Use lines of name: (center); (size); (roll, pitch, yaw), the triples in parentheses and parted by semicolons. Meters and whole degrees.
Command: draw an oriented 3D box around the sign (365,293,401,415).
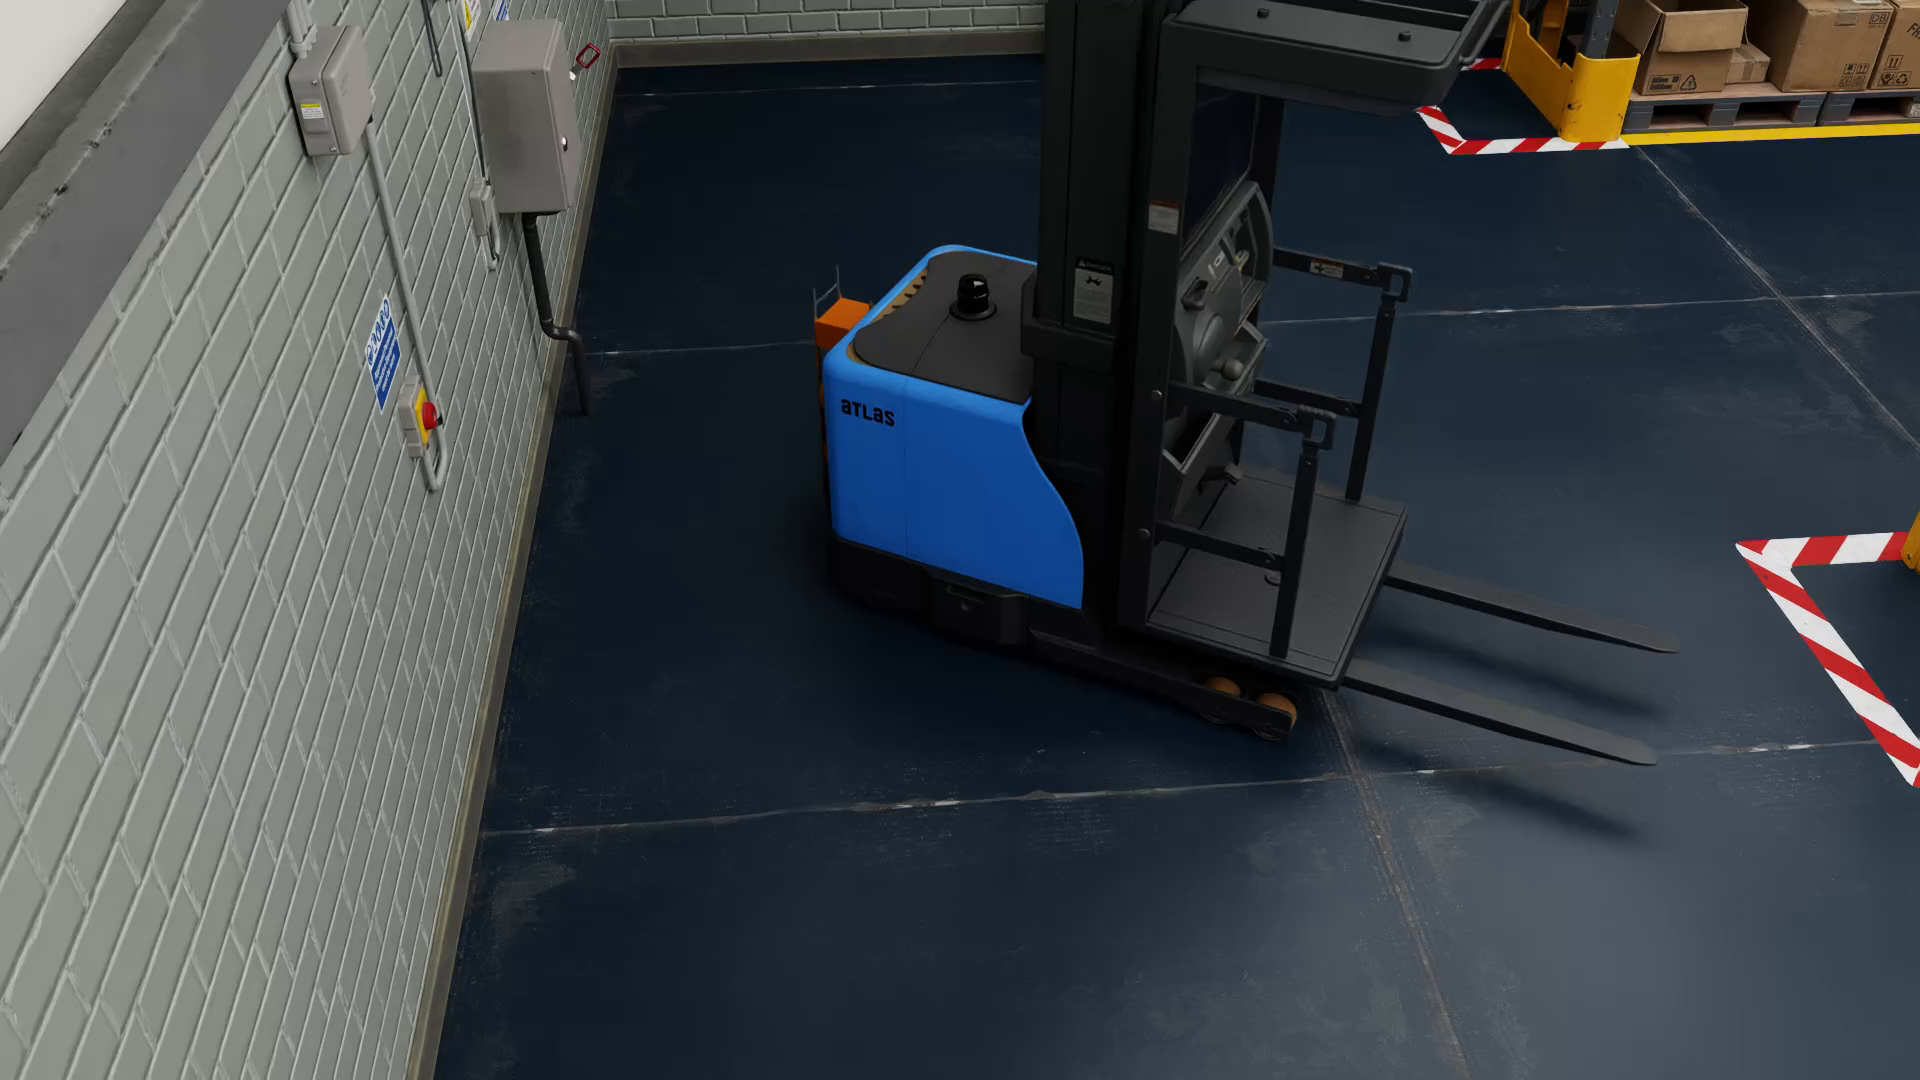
sign: (-1.661, -0.539, 4.793); (0.001, 0.218, 0.327); (-3, 38, -4)

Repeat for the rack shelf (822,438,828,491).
rack shelf: (-0.402, -0.331, 6.787); (0.240, 0.259, 0.215); (16, 41, 20)

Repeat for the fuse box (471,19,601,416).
fuse box: (-1.645, -1.264, 6.971); (0.414, 1.711, 0.539); (-3, 38, -4)

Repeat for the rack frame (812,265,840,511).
rack frame: (-0.513, -0.589, 6.649); (0.008, 1.050, 0.200); (16, 41, 20)

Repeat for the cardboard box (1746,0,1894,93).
cardboard box: (5.039, -3.034, 9.852); (0.500, 0.500, 0.700); (-2, 38, -2)

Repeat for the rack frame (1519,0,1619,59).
rack frame: (3.567, -3.852, 9.211); (0.127, 3.000, 1.000); (-3, 38, -4)

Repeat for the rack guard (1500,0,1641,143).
rack guard: (3.642, -2.875, 9.990); (0.348, 0.500, 1.175); (-3, 38, -4)

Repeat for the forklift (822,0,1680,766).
forklift: (1.057, -0.823, 5.427); (3.031, 2.935, 1.130); (16, 41, 20)

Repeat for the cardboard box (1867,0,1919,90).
cardboard box: (5.575, -3.001, 9.811); (0.500, 0.500, 0.500); (-2, 38, -3)

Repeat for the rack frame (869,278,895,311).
rack frame: (-0.292, -0.525, 6.568); (0.008, 1.050, 0.200); (16, 41, 20)

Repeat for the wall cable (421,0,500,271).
wall cable: (-1.742, -1.739, 5.713); (0.122, 1.984, 0.588); (-3, 38, -4)

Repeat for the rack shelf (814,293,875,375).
rack shelf: (-0.402, -0.772, 6.439); (0.240, 0.259, 0.215); (16, 41, 20)

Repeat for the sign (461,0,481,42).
sign: (-1.847, -2.049, 6.259); (0.001, 0.242, 0.339); (-3, 38, -4)

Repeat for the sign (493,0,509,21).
sign: (-1.895, -2.026, 6.973); (0.001, 0.494, 0.329); (-3, 38, -4)

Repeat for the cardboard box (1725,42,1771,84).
cardboard box: (4.611, -2.872, 9.931); (0.250, 0.149, 0.380); (-5, 39, -6)

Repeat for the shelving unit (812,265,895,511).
shelving unit: (-0.402, -0.557, 6.609); (0.252, 1.050, 0.215); (16, 41, 20)

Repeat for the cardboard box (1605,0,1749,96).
cardboard box: (4.184, -3.012, 9.822); (0.637, 0.503, 0.797); (-5, 39, -6)

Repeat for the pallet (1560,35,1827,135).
pallet: (4.436, -2.806, 10.136); (1.213, 0.211, 1.003); (-3, 38, -4)

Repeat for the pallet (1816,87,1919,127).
pallet: (5.649, -2.871, 10.218); (1.213, 0.211, 1.003); (-3, 38, -4)

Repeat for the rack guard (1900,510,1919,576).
rack guard: (3.986, 0.193, 6.102); (0.348, 0.500, 1.175); (-3, 38, -4)

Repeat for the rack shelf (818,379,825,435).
rack shelf: (-0.402, -0.549, 6.615); (0.240, 0.259, 0.215); (16, 41, 20)

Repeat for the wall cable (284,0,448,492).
wall cable: (-1.604, -0.877, 4.595); (0.123, 1.953, 0.585); (-3, 38, -4)
